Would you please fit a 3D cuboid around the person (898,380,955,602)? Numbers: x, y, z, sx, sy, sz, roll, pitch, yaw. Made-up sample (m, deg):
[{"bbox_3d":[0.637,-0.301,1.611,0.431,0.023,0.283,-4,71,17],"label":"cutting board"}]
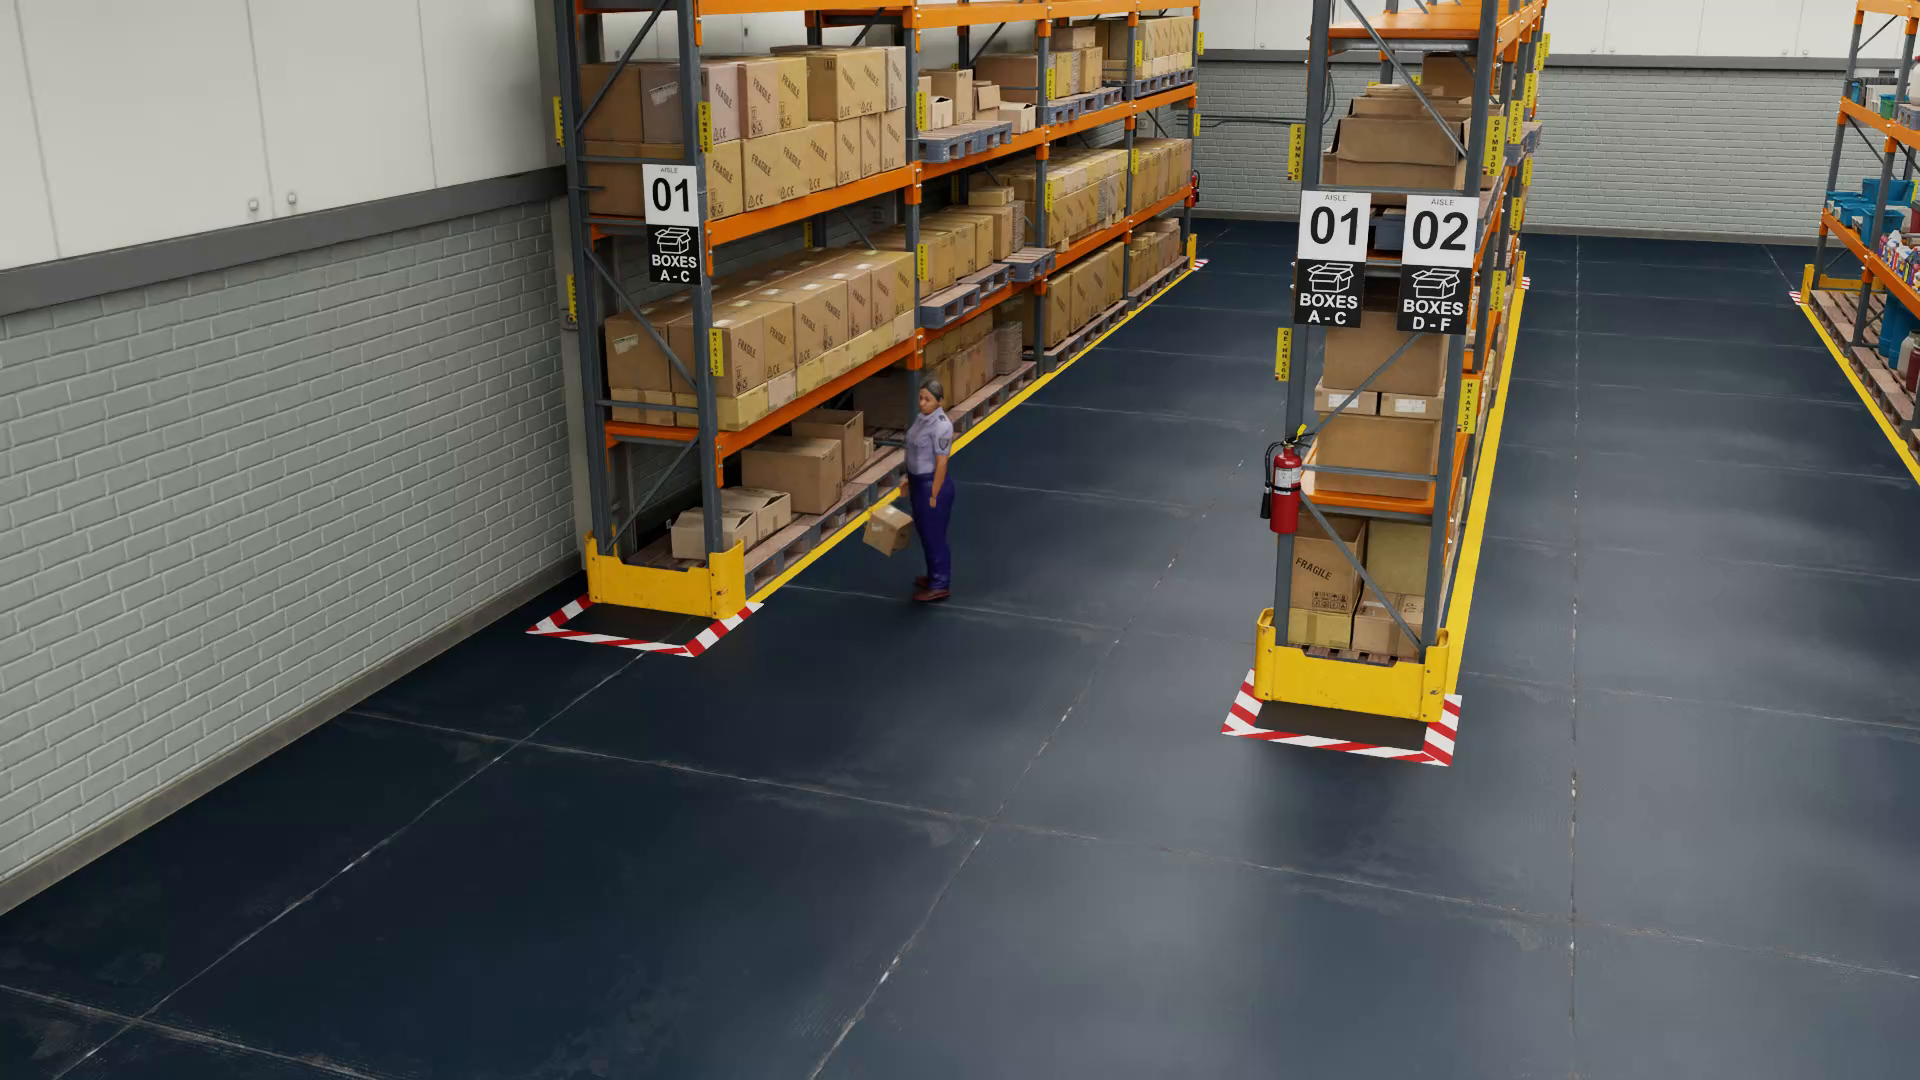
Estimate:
[{"bbox_3d":[-0.243,-0.378,12.156,0.369,1.656,0.613,-5,20,-15],"label":"person"}]
